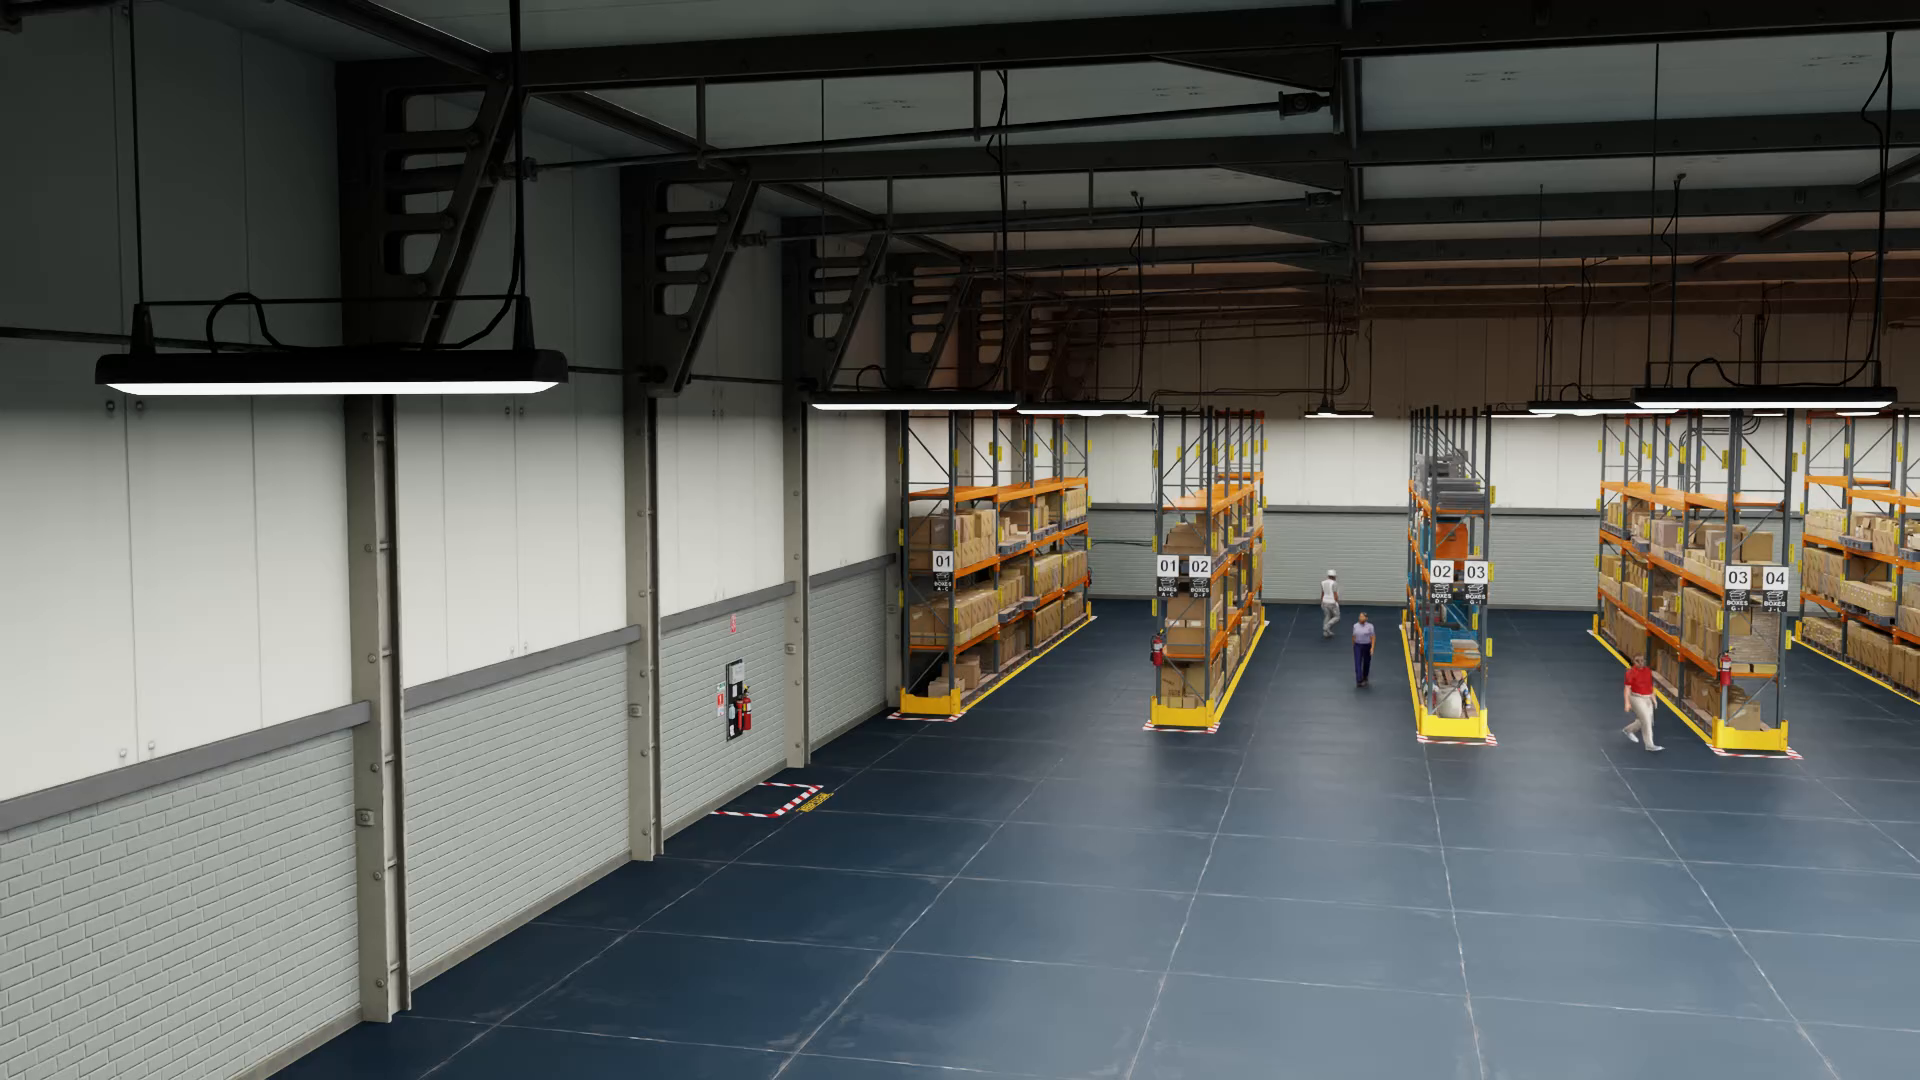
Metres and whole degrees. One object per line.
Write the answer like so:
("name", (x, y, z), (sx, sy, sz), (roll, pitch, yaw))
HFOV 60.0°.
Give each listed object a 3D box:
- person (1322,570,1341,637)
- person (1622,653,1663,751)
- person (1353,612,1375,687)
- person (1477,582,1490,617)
("person", (9.756, 1.677, 43.941), (0.537, 1.782, 0.610), (-2, 5, -27))
("person", (11.881, 2.794, 28.998), (0.542, 1.657, 0.908), (-2, 5, -29))
("person", (8.717, 2.338, 35.883), (0.465, 1.588, 1.034), (1, 4, 11))
("person", (15.194, 1.416, 48.578), (0.496, 1.618, 0.857), (1, 4, 11))
